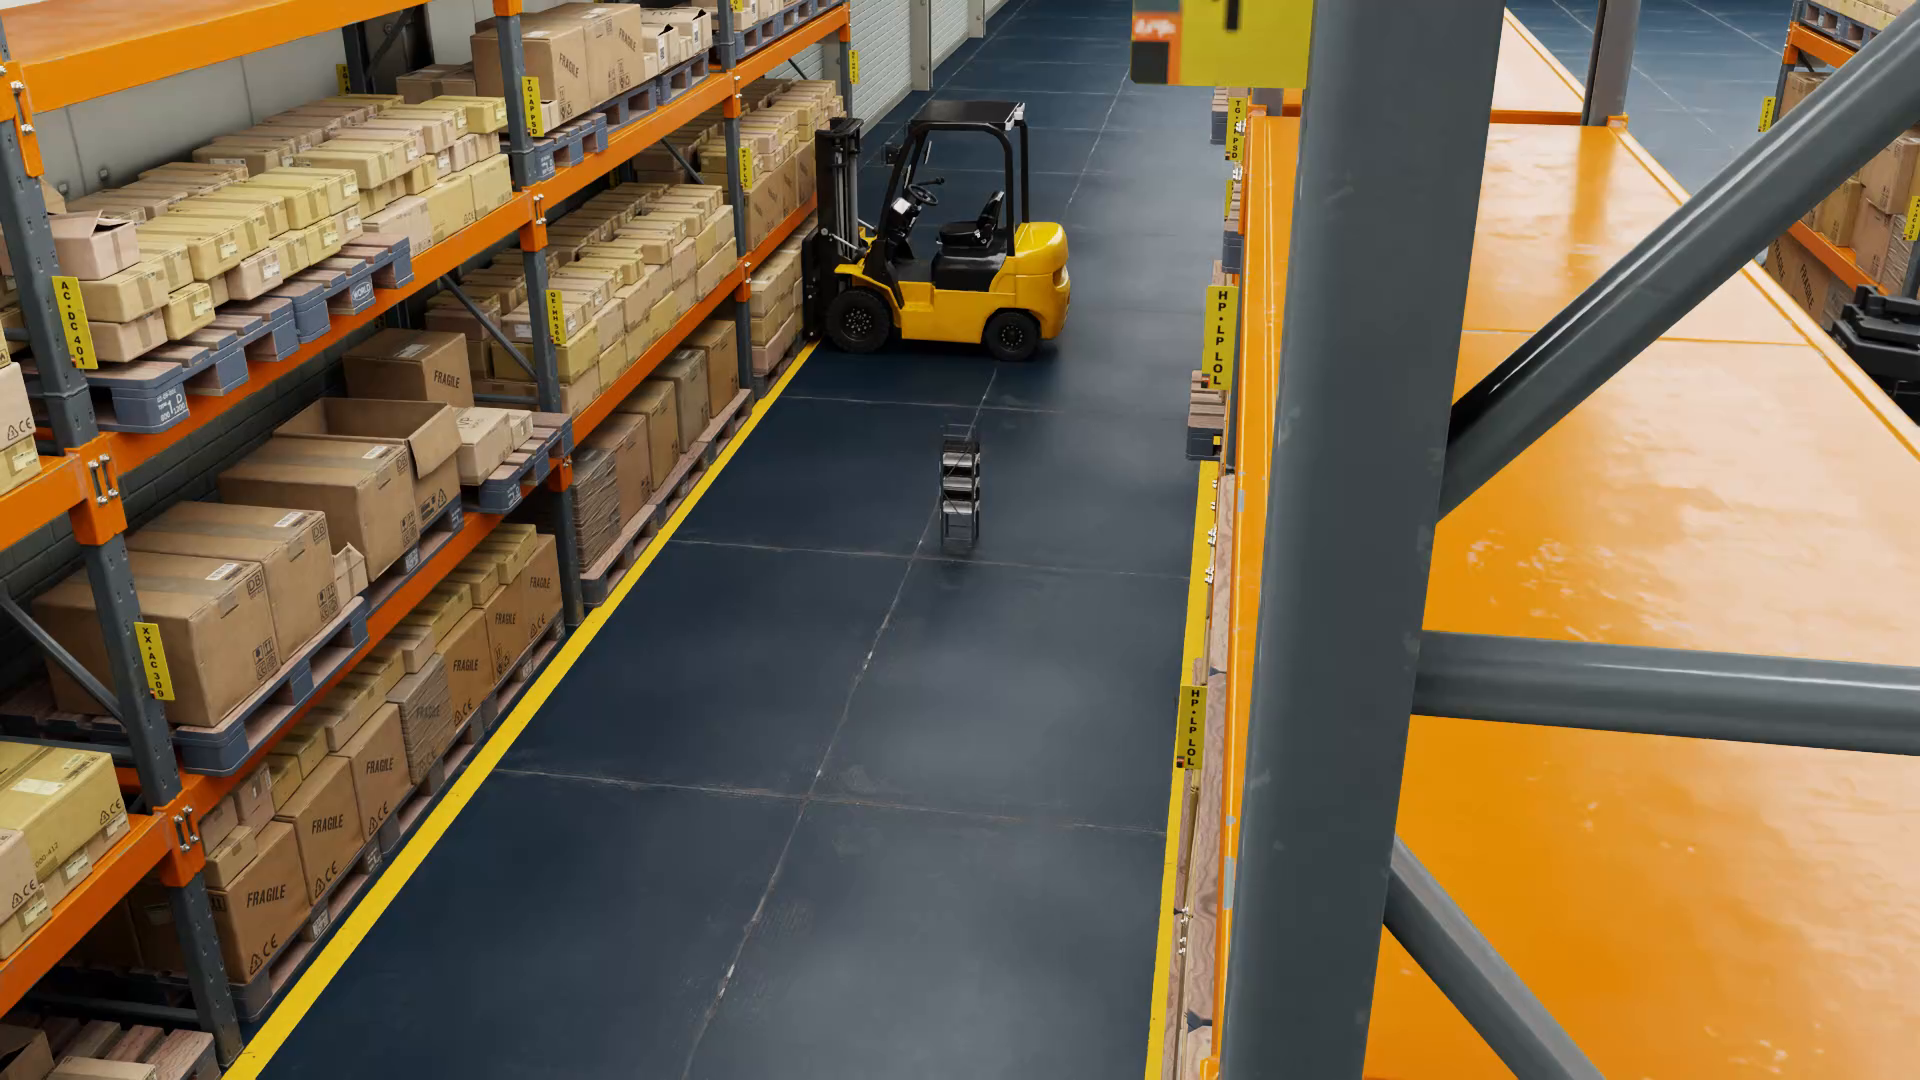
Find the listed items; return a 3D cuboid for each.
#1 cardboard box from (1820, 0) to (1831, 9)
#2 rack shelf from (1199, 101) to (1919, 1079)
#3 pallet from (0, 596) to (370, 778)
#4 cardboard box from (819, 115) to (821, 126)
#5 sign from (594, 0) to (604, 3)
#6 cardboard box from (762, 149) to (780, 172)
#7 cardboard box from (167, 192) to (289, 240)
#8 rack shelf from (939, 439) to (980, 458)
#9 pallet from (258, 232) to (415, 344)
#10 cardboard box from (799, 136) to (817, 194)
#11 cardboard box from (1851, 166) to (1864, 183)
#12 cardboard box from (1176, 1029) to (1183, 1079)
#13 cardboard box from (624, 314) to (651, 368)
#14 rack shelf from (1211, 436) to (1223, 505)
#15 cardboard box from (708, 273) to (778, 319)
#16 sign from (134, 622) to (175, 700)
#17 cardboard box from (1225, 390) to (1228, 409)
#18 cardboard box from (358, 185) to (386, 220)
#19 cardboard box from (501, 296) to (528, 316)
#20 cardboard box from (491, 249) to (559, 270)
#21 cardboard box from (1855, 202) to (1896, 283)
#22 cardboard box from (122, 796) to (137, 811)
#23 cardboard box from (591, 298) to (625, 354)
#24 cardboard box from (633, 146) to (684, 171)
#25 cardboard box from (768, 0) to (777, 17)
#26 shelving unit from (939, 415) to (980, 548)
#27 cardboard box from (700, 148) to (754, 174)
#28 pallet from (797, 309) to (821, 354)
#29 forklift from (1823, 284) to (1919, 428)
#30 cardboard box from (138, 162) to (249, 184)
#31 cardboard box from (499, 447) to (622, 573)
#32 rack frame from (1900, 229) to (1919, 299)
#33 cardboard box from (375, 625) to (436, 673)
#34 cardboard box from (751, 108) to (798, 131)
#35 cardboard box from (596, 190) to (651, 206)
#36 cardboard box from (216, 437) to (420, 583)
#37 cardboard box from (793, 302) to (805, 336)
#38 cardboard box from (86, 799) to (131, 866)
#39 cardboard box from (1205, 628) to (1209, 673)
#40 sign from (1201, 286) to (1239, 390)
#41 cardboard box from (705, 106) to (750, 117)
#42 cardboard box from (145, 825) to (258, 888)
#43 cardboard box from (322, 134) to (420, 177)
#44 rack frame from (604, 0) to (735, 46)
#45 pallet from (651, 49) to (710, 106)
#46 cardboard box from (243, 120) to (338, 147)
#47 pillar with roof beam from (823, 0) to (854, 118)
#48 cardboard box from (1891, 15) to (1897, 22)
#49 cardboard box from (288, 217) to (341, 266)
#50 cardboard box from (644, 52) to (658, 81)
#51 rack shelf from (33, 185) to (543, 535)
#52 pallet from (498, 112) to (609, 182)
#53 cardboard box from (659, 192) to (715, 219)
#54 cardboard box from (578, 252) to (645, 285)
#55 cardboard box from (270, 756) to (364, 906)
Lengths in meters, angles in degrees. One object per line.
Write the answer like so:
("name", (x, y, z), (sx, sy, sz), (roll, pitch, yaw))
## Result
("cardboard box", (7.733, -4.708, 14.459), (0.380, 0.149, 0.250), (4, 25, 9))
("rack shelf", (1.000, -0.216, 2.961), (1.077, 0.370, 4.000), (4, 25, 9))
("pallet", (-3.332, 0.576, 7.252), (1.003, 0.211, 1.213), (4, 25, 9))
("cardboard box", (-1.557, -4.062, 16.050), (0.380, 0.149, 0.250), (4, 25, 8))
("sign", (-2.811, -4.197, 12.980), (0.100, 0.325, 0.005), (4, 25, 9))
("cardboard box", (-1.782, -3.302, 14.427), (0.380, 0.149, 0.250), (5, 25, 10))
("cardboard box", (-3.032, -1.334, 6.900), (0.380, 0.149, 0.250), (4, 25, 9))
("rack shelf", (-0.001, -0.619, 11.496), (0.258, 0.077, 0.200), (4, 25, 9))
("pallet", (-3.228, -1.160, 7.417), (1.213, 0.211, 1.003), (4, 25, 9))
("cardboard box", (-1.608, -3.594, 15.816), (0.500, 0.500, 0.500), (4, 25, 8))
("cardboard box", (7.907, -3.273, 13.797), (0.875, 0.550, 0.500), (4, 25, 9))
("cardboard box", (0.818, 1.709, 4.488), (0.500, 0.500, 0.500), (4, 25, 9))
("cardboard box", (-2.439, -1.384, 11.390), (0.500, 0.250, 0.500), (3, 25, 7))
("rack shelf", (2.308, -1.026, 11.296), (1.077, 0.370, 4.000), (4, 25, 9))
("cardboard box", (-1.875, -2.109, 14.329), (0.500, 0.250, 0.500), (4, 25, 8))
("sign", (-3.034, 0.458, 6.257), (0.100, 0.325, 0.005), (4, 25, 9))
("cardboard box", (1.659, -0.824, 8.719), (0.500, 0.500, 0.500), (3, 25, 7))
("cardboard box", (-2.973, -1.627, 7.901), (0.380, 0.149, 0.250), (5, 26, 10))
("cardboard box", (-3.036, -1.437, 10.913), (0.500, 0.250, 0.500), (4, 25, 9))
("cardboard box", (-2.979, -1.889, 11.409), (0.380, 0.149, 0.250), (4, 25, 8))
("cardboard box", (7.650, -2.342, 13.082), (0.875, 0.550, 0.550), (4, 25, 9))
("cardboard box", (-3.757, 1.179, 7.424), (0.380, 0.149, 0.250), (4, 25, 9))
("cardboard box", (-2.520, -1.394, 10.821), (0.500, 0.250, 0.500), (5, 26, 10))
("cardboard box", (-2.509, -3.159, 13.770), (0.380, 0.149, 0.250), (4, 25, 9))
("cardboard box", (-1.765, -4.499, 14.012), (0.380, 0.149, 0.250), (5, 26, 10))
("shelving unit", (-0.001, -0.404, 11.596), (0.258, 0.900, 0.210), (4, 25, 9))
("cardboard box", (-1.918, -3.117, 13.681), (0.380, 0.149, 0.250), (5, 25, 10))
("pallet", (-1.895, -2.109, 16.050), (1.003, 0.211, 1.213), (4, 25, 9))
("forklift", (4.355, 0.105, 8.112), (1.130, 2.935, 3.031), (5, 26, 11))
("cardboard box", (-3.411, -1.579, 7.424), (0.380, 0.149, 0.250), (5, 25, 10))
("cardboard box", (-2.801, -0.232, 11.057), (0.875, 0.625, 0.625), (5, 26, 10))
("rack frame", (7.534, -1.887, 12.288), (1.000, 3.000, 0.127), (4, 25, 9))
("cardboard box", (-2.992, 0.568, 8.732), (0.380, 0.149, 0.250), (3, 25, 6))
("cardboard box", (-1.705, -3.871, 15.291), (0.380, 0.149, 0.250), (4, 25, 9))
("cardboard box", (-2.628, -2.629, 12.989), (0.380, 0.149, 0.250), (3, 25, 7))
("cardboard box", (-3.058, -0.152, 7.966), (0.700, 0.500, 0.500), (4, 25, 8))
("cardboard box", (-1.721, -2.084, 15.456), (0.500, 0.250, 0.500), (4, 25, 9))
("cardboard box", (-3.373, 1.080, 6.245), (0.380, 0.149, 0.250), (4, 25, 9))
("cardboard box", (1.312, 0.372, 7.049), (0.500, 0.250, 0.500), (5, 25, 10))
("sign", (0.790, -0.611, 5.042), (0.100, 0.325, 0.005), (4, 25, 9))
("cardboard box", (-2.156, -3.906, 15.368), (0.380, 0.149, 0.250), (4, 25, 9))
("cardboard box", (-3.249, 1.332, 7.098), (0.380, 0.149, 0.250), (5, 26, 11))
("cardboard box", (-2.854, -1.862, 8.051), (0.380, 0.149, 0.250), (3, 25, 7))
("rack frame", (-2.263, -5.247, 12.390), (1.000, 3.000, 0.127), (4, 25, 9))
("pallet", (-2.394, -3.432, 12.276), (0.805, 0.209, 1.217), (3, 25, 6))
("cardboard box", (-3.355, -2.006, 8.358), (0.380, 0.149, 0.250), (5, 26, 10))
("pillar with roof beam", (2.615, -8.903, 20.199), (9.100, 9.000, 0.400), (4, 25, 9))
("cardboard box", (7.444, -3.967, 12.875), (0.380, 0.149, 0.250), (4, 25, 9))
("cardboard box", (-2.914, -1.295, 7.167), (0.380, 0.149, 0.250), (5, 25, 10))
("cardboard box", (-2.269, -3.207, 11.252), (0.380, 0.149, 0.250), (4, 25, 8))
("rack shelf", (-3.244, -1.054, 7.817), (1.077, 0.370, 4.000), (4, 25, 9))
("pallet", (-2.894, -2.420, 10.111), (1.213, 0.211, 1.003), (5, 26, 11))
("cardboard box", (-2.124, -2.602, 12.932), (0.380, 0.149, 0.250), (4, 25, 8))
("cardboard box", (-2.374, -1.850, 11.325), (0.380, 0.149, 0.250), (5, 25, 10))
("cardboard box", (-3.192, 1.347, 7.831), (0.500, 0.500, 0.500), (4, 25, 8))
